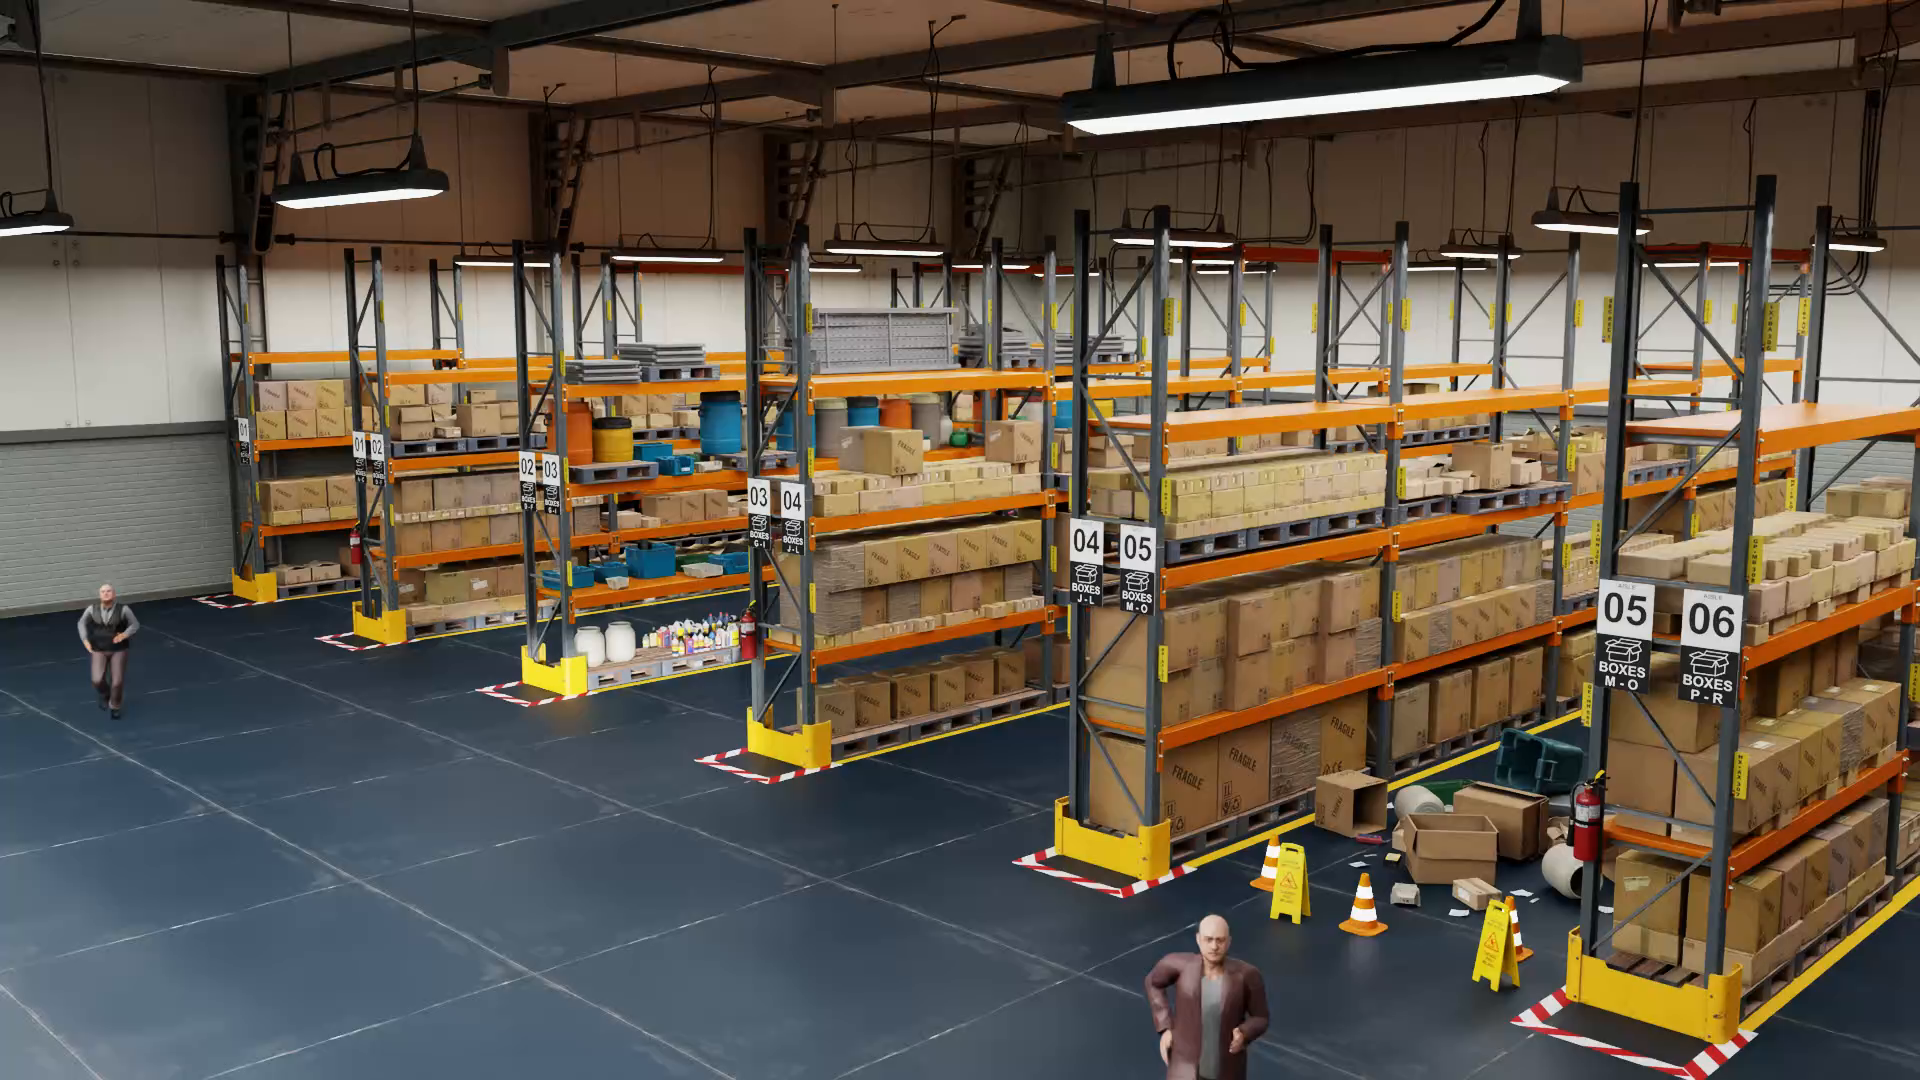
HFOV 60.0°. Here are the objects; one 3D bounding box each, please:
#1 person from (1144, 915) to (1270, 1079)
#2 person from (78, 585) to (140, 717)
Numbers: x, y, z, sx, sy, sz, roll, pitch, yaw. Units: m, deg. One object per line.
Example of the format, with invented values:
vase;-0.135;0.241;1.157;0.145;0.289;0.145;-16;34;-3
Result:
person;1.386;2.994;9.331;0.681;1.837;0.829;0;8;2
person;-10.625;1.397;20.773;0.715;1.679;0.523;-3;9;-19
